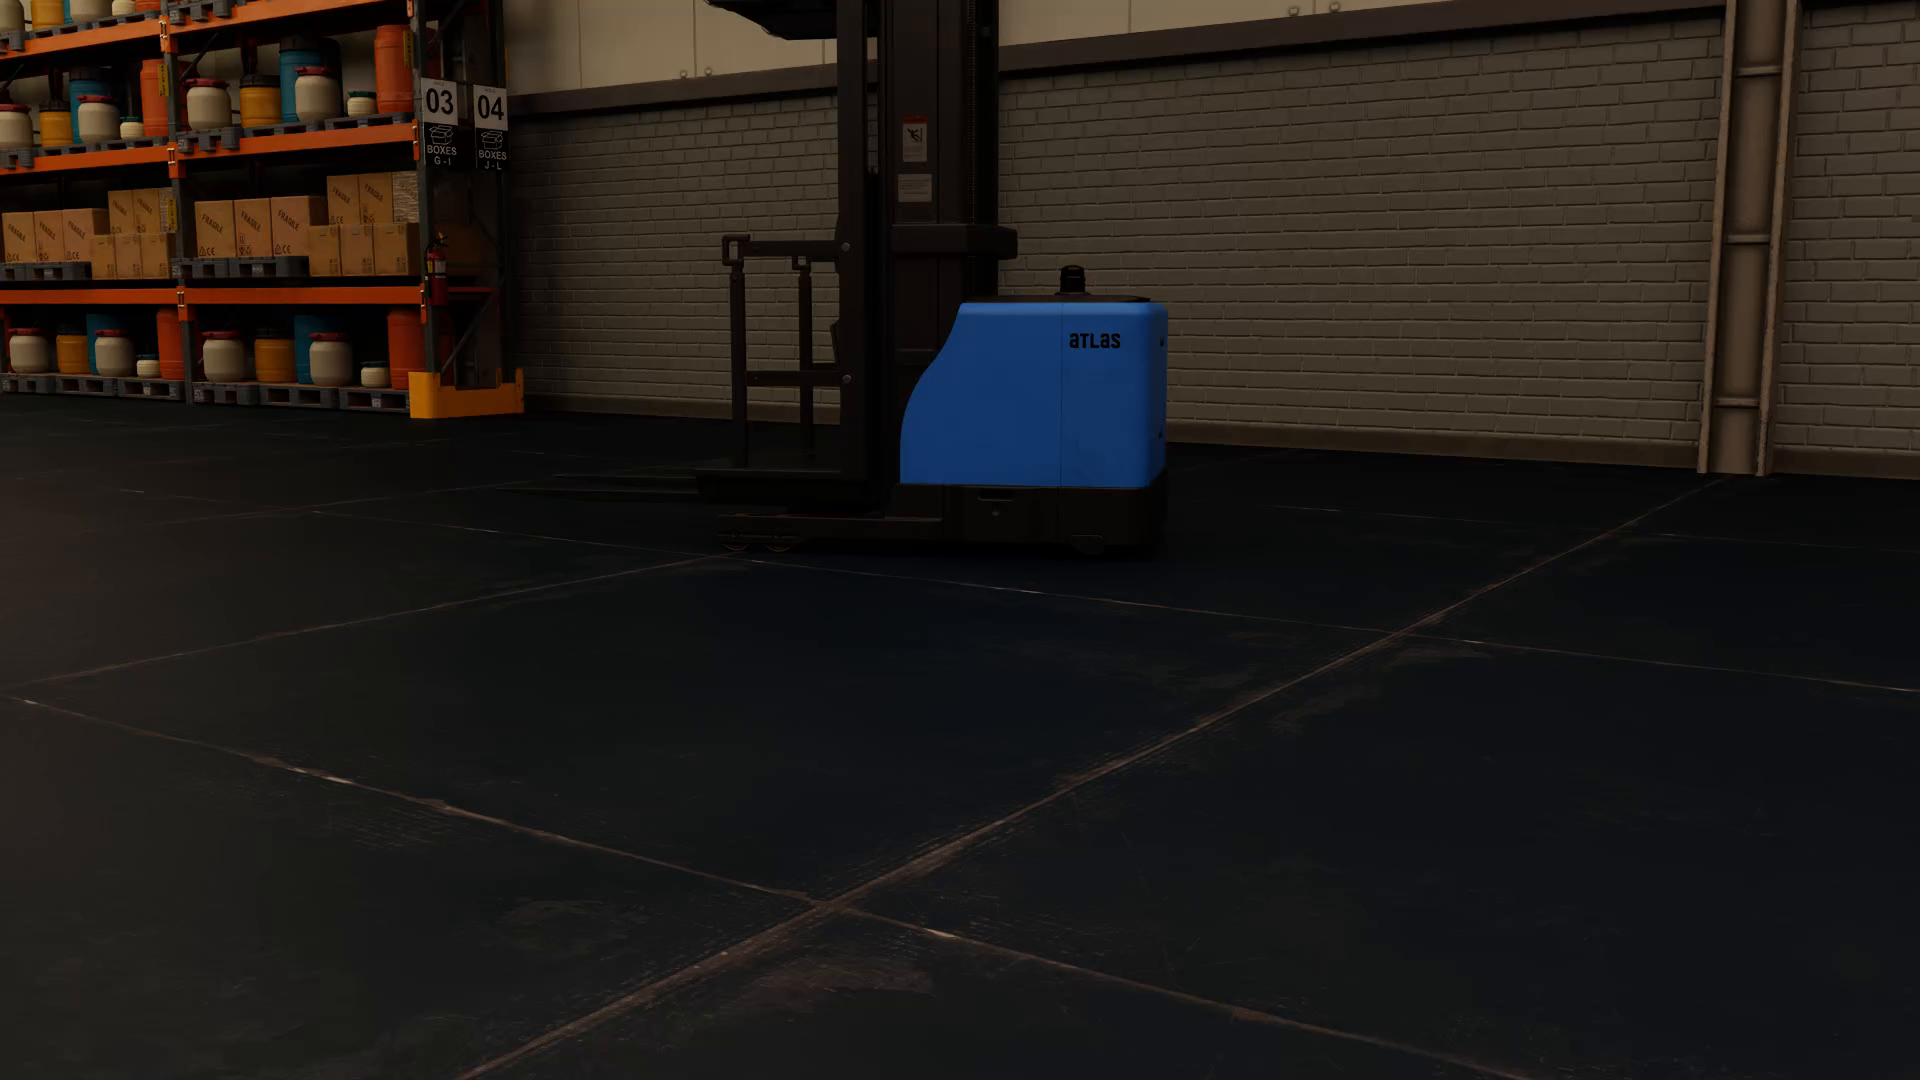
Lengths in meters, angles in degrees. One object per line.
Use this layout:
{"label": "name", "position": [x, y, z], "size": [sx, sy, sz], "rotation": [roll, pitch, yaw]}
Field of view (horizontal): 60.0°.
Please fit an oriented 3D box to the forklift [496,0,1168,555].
{"label": "forklift", "position": [-0.596, -1.469, 7.520], "size": [3.031, 2.935, 1.130], "rotation": [2, 8, 12]}
